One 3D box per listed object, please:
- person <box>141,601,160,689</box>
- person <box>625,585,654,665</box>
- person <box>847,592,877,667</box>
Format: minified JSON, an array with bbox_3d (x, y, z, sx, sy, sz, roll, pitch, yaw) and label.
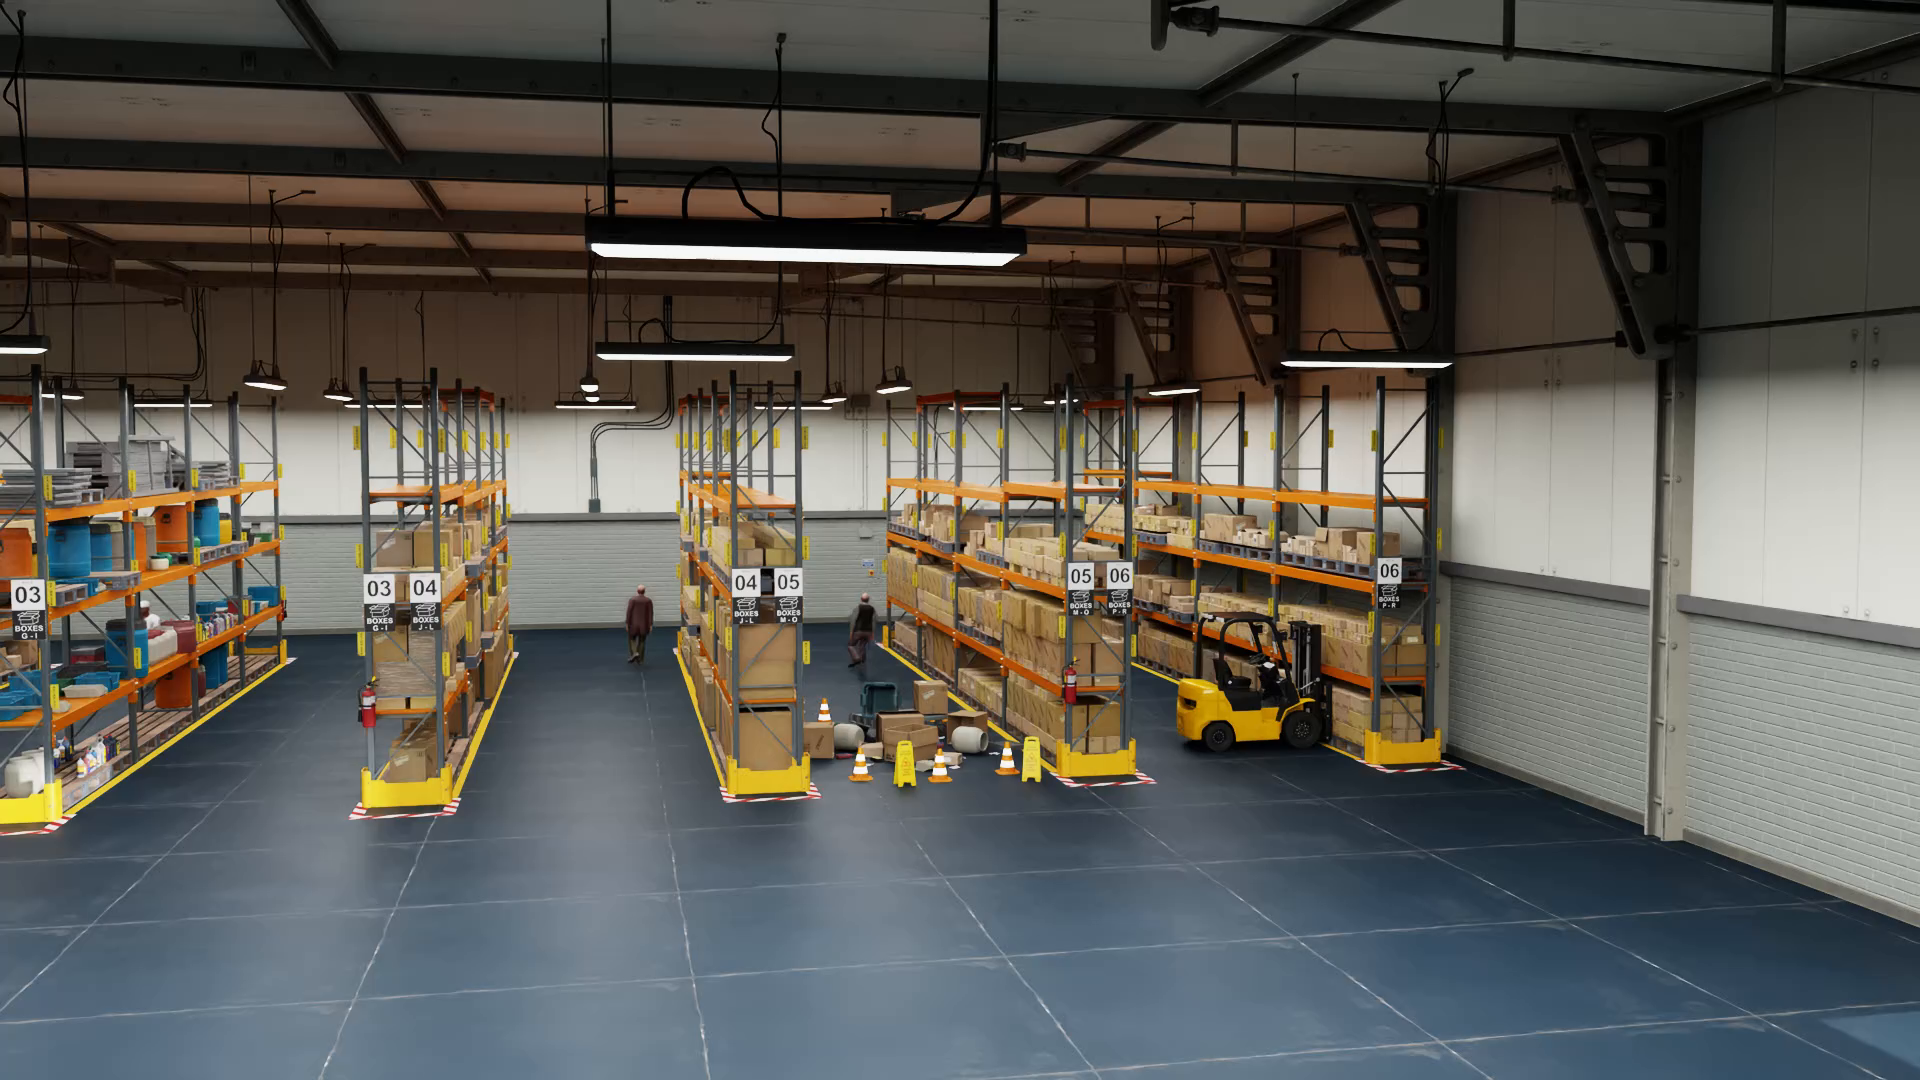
[{"bbox_3d":[-16.519,2.137,33.594,0.638,1.808,0.624,1,4,14],"label":"person"},{"bbox_3d":[-7.148,1.892,37.138,0.607,1.778,0.521,-1,3,-10],"label":"person"},{"bbox_3d":[-2.110,1.893,35.437,0.653,1.601,0.544,-1,4,-15],"label":"person"}]
